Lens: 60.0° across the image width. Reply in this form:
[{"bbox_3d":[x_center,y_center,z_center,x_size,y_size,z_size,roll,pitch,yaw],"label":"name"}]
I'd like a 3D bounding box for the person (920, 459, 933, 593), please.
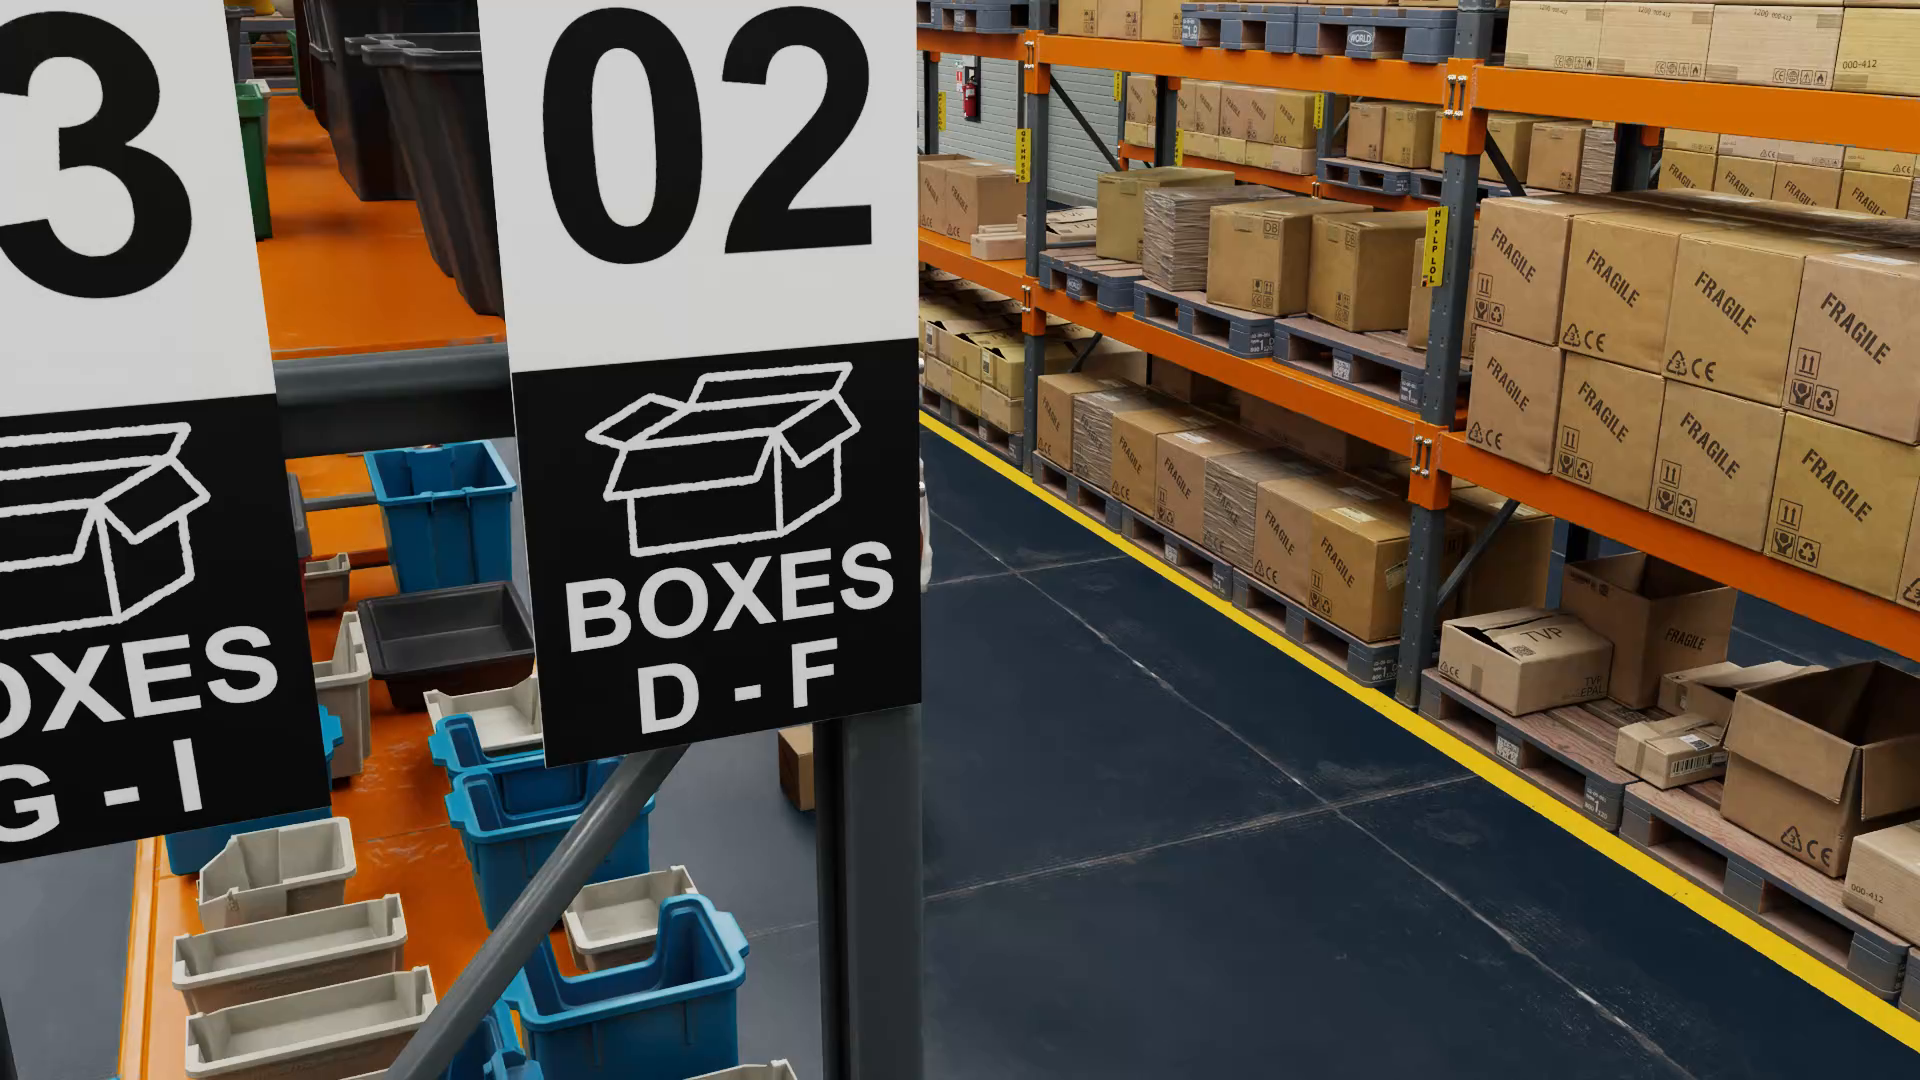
[{"bbox_3d":[-0.360,0.164,6.550,0.459,1.760,0.634,-9,21,-25],"label":"person"}]
